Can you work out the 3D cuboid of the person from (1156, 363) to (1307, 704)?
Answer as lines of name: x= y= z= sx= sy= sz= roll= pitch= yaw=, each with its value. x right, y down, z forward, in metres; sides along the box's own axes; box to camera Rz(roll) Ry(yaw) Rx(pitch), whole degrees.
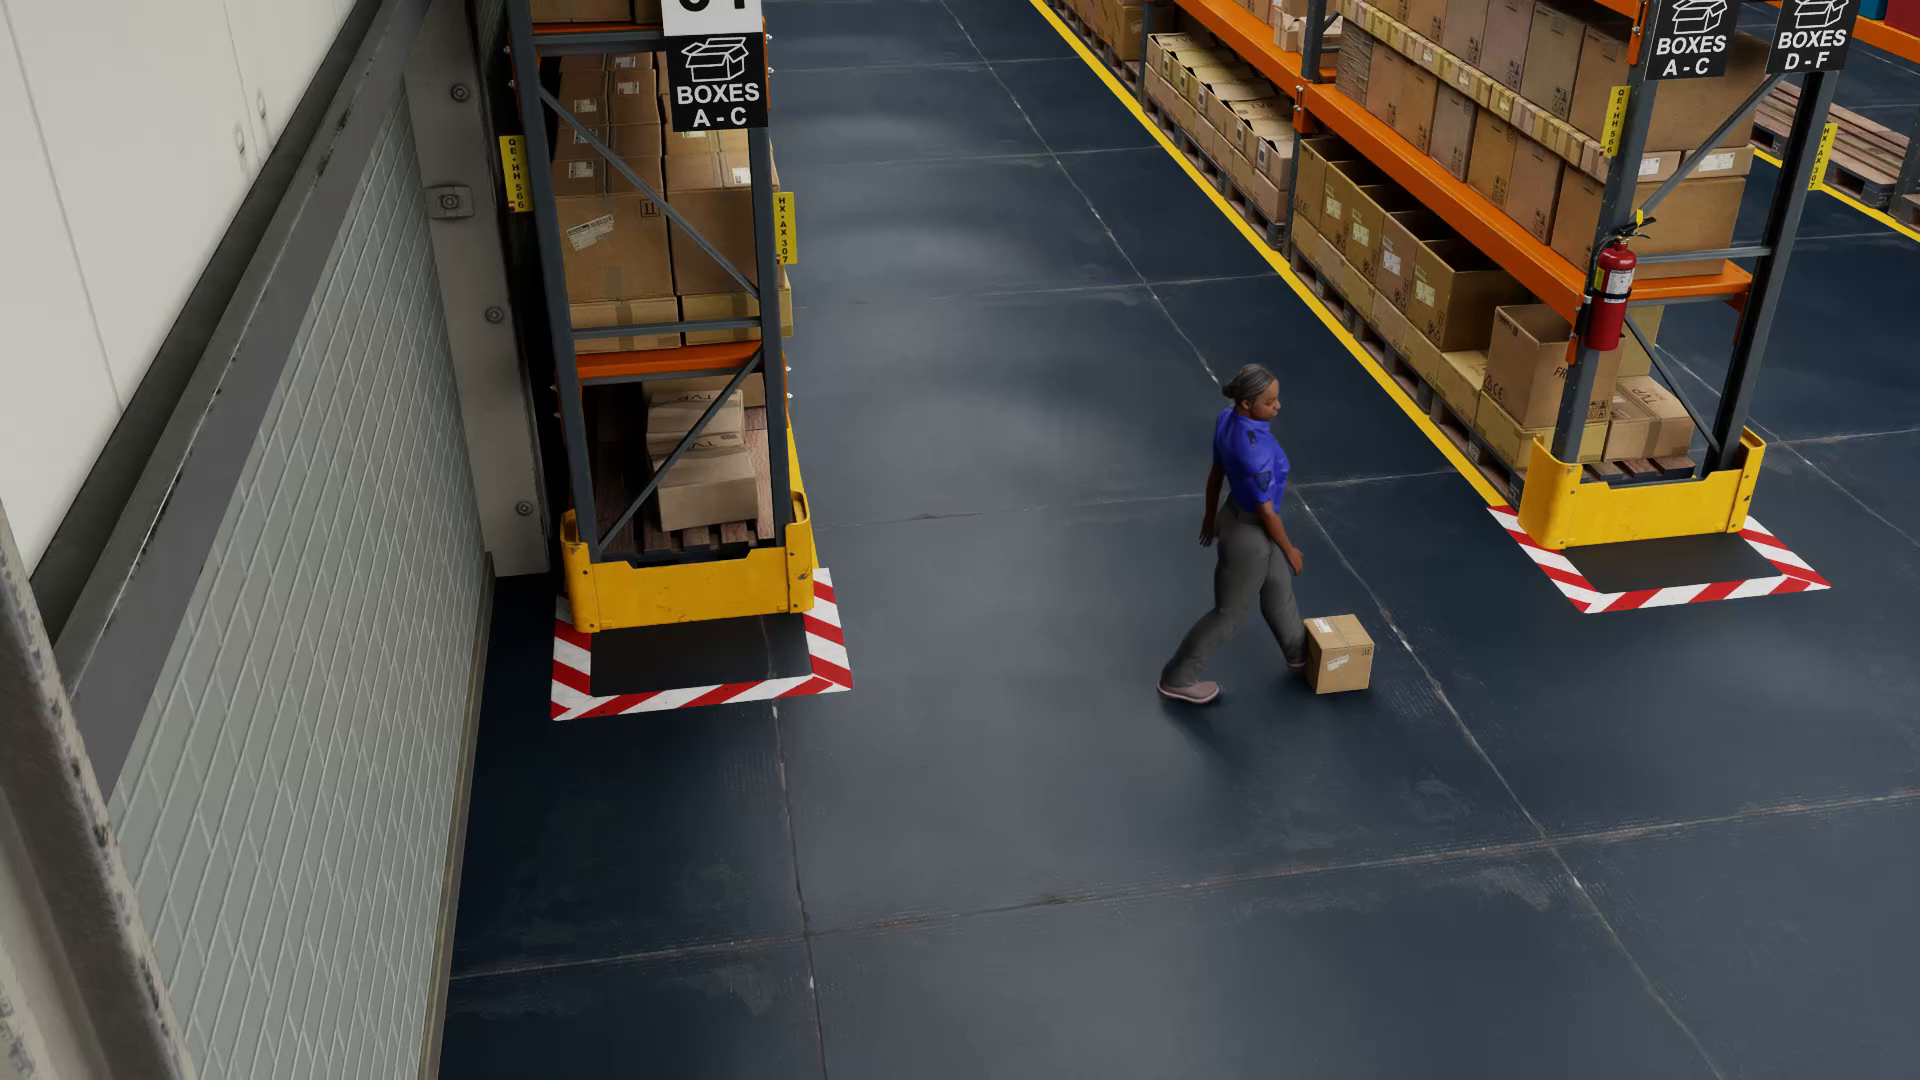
person: x=1.342 y=-0.032 z=7.208 sx=0.927 sy=1.622 sz=0.476 roll=-2 pitch=31 yaw=-3
